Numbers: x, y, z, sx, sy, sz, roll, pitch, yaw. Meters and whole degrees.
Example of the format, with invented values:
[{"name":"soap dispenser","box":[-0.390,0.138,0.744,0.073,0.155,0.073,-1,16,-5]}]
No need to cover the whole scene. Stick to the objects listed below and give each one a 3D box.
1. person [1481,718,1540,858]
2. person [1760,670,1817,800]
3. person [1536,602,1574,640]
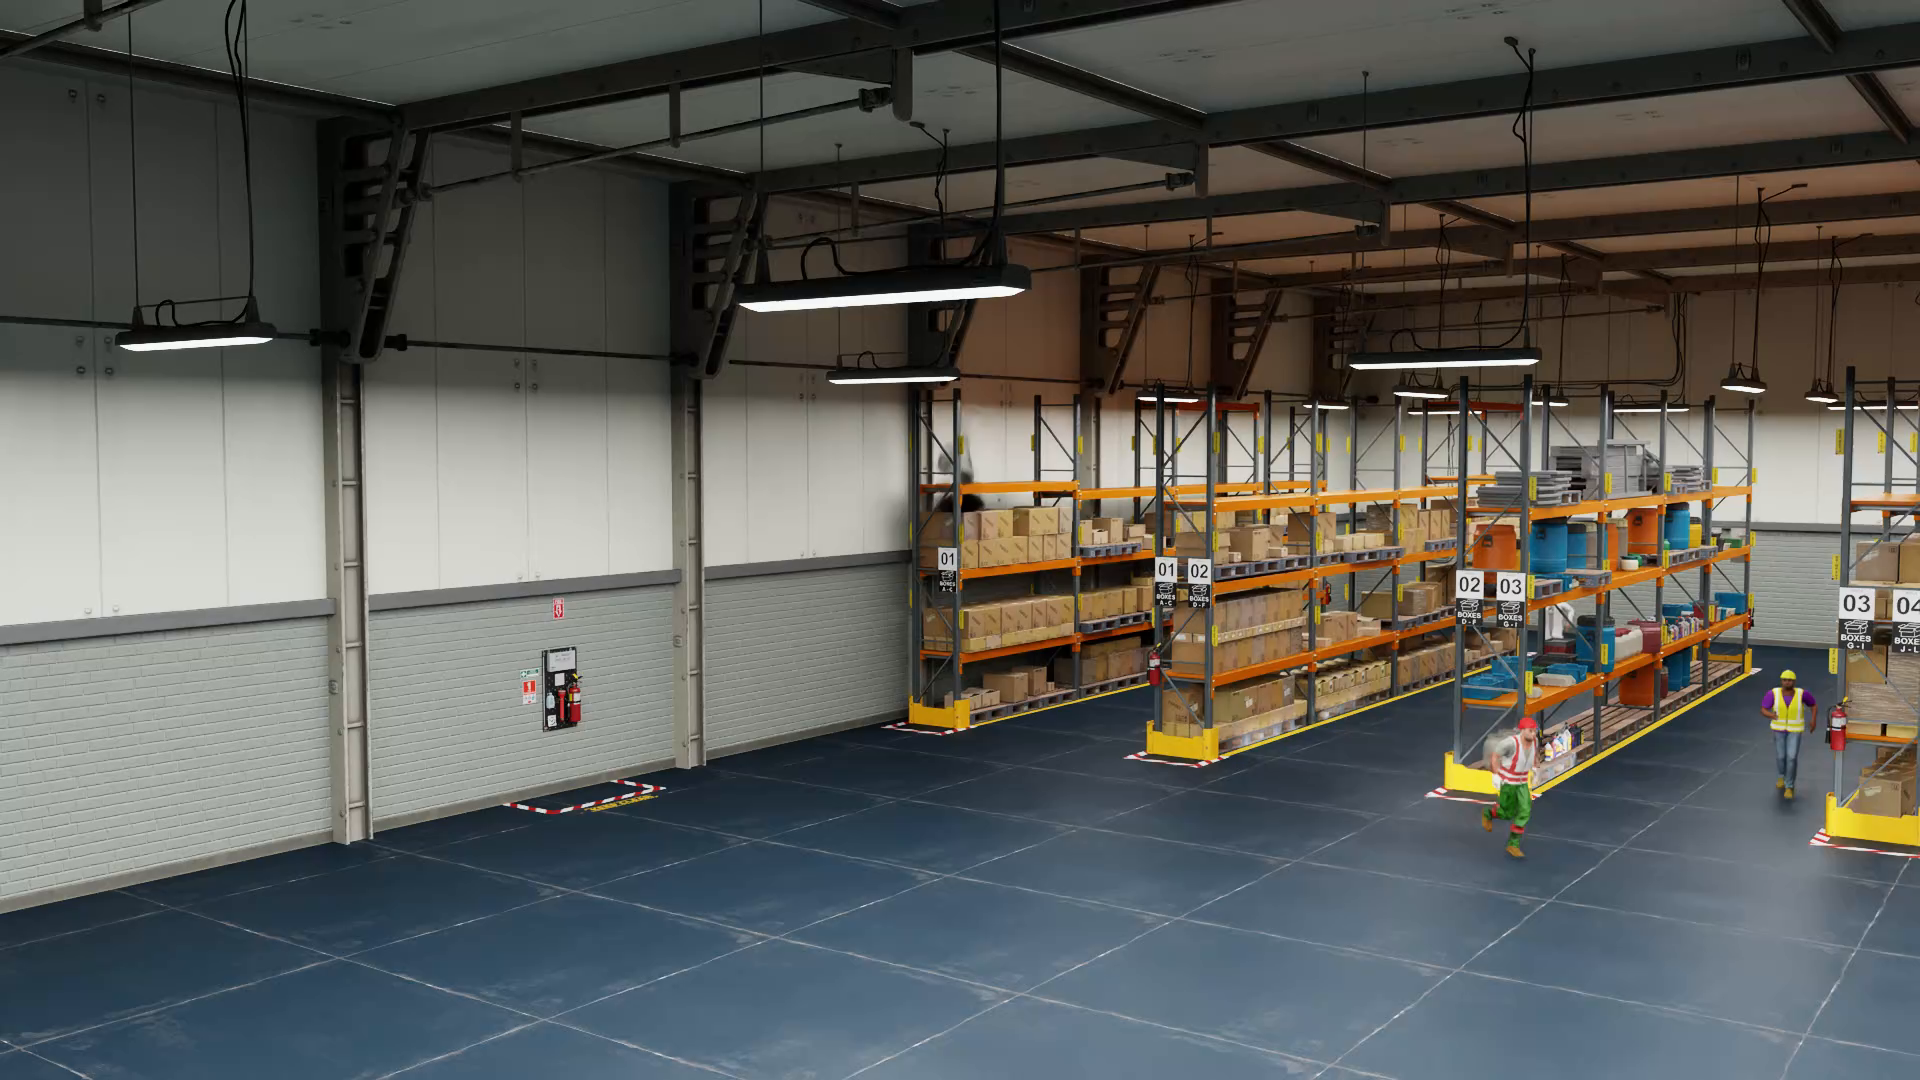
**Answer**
[{"name":"person","box":[6.787,2.998,20.498,0.658,1.722,0.909,-2,4,-26]},{"name":"person","box":[11.863,2.767,23.835,0.720,1.829,0.816,2,4,33]},{"name":"person","box":[13.203,2.005,36.989,0.732,1.736,0.898,3,4,39]}]
